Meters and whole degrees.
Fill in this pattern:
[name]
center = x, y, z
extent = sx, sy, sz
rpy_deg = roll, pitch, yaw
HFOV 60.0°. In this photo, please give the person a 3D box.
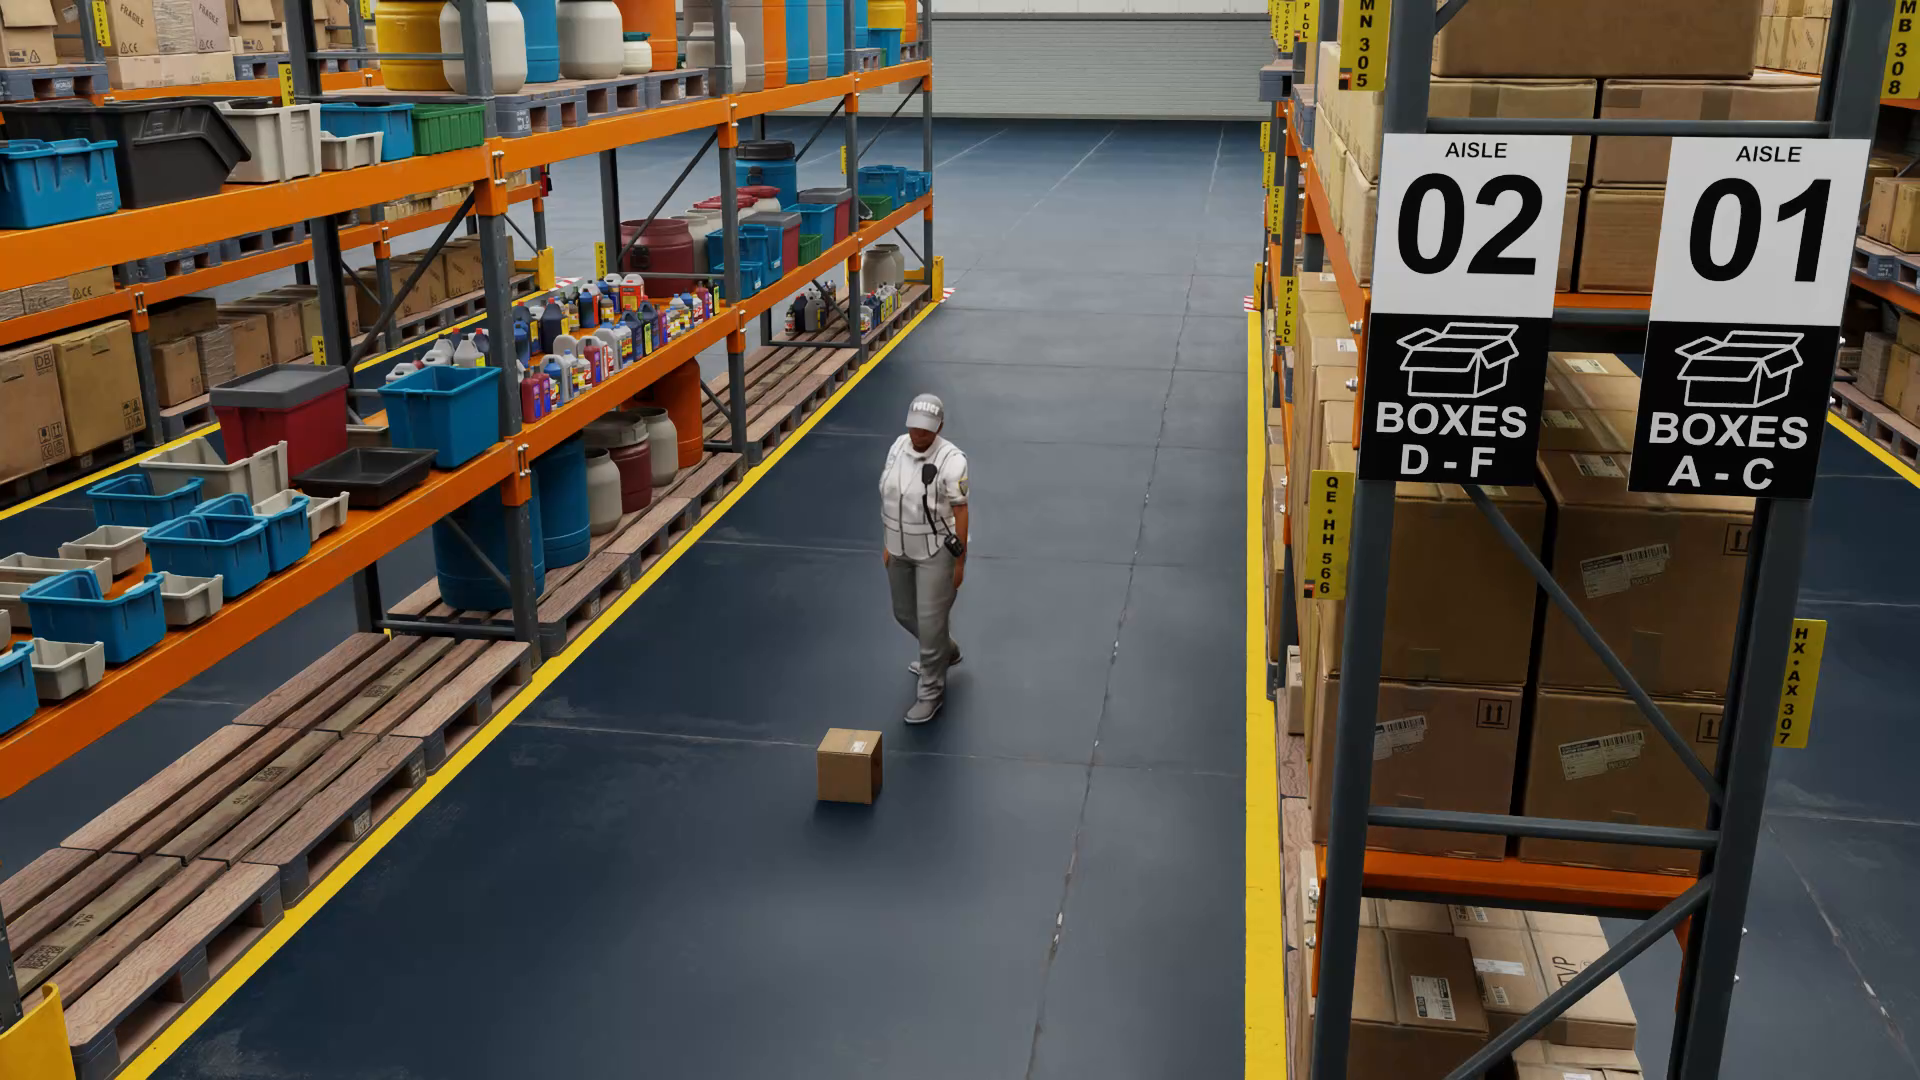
[person]
center = -0.144, 0.042, 8.412
extent = 0.511, 1.658, 0.660
rpy_deg = 14, 23, 36
